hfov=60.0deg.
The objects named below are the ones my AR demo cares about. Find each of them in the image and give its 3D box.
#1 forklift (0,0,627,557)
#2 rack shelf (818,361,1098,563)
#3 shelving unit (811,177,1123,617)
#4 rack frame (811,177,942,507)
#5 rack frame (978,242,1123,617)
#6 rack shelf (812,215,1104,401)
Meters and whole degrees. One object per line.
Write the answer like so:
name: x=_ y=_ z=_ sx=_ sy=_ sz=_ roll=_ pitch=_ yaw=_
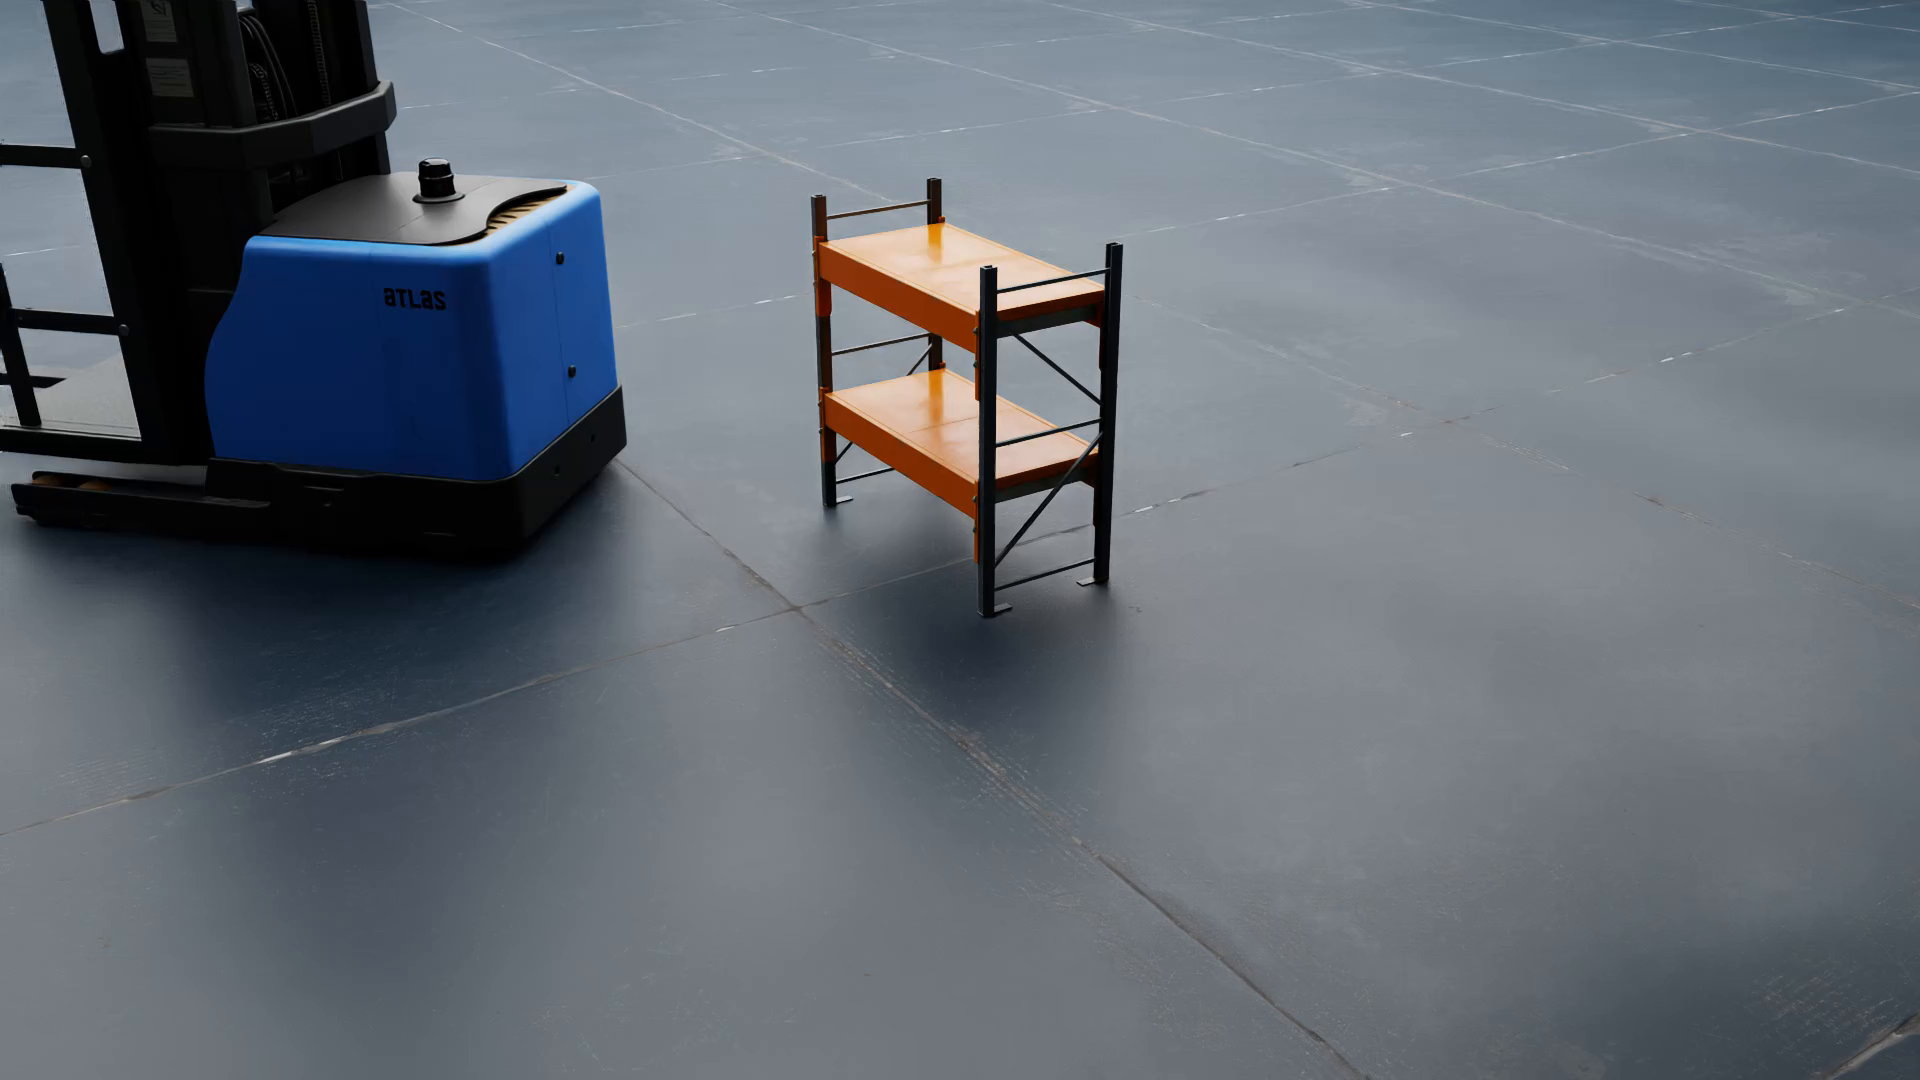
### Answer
forklift: x=-2.844 y=-1.579 z=5.661 sx=3.031 sy=2.935 sz=1.130 roll=5 pitch=26 yaw=11
rack shelf: x=-0.004 y=-0.290 z=5.619 sx=0.538 sy=0.278 sz=1.000 roll=-16 pitch=29 yaw=-30
shelving unit: x=-0.004 y=-0.511 z=5.515 sx=0.538 sy=1.125 sz=1.048 roll=-16 pitch=29 yaw=-30
rack frame: x=-0.281 y=-0.693 z=5.900 sx=0.500 sy=1.125 sz=0.032 roll=-16 pitch=29 yaw=-30
rack frame: x=0.274 y=-0.329 z=5.130 sx=0.500 sy=1.125 sz=0.032 roll=-16 pitch=29 yaw=-30
rack shelf: x=-0.004 y=-0.776 z=5.390 sx=0.538 sy=0.278 sz=1.000 roll=-16 pitch=29 yaw=-30
